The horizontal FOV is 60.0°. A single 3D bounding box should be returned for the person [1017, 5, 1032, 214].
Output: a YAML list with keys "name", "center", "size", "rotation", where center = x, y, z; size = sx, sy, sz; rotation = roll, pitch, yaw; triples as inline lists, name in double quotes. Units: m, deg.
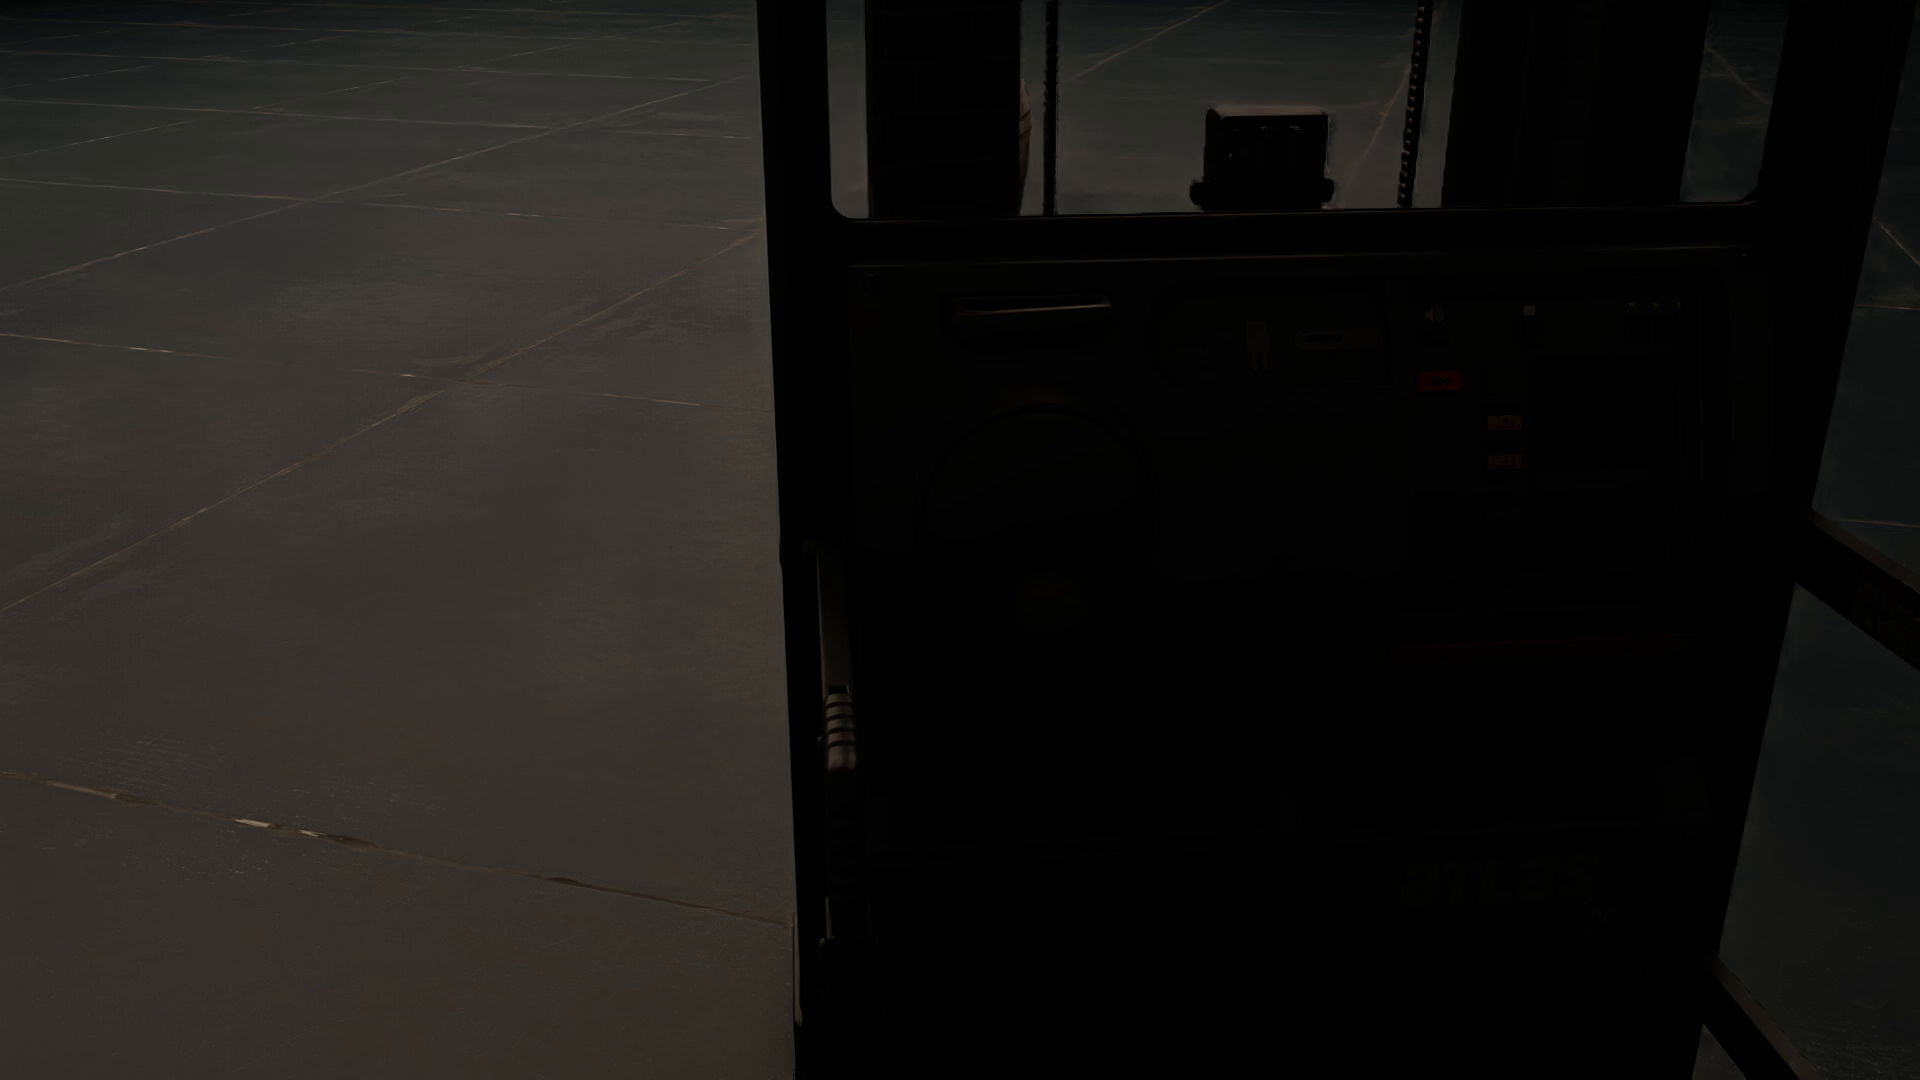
- name: "person"
  center: [-0.065, -0.806, 4.832]
  size: [0.530, 1.695, 0.570]
  rotation: [7, 23, 16]

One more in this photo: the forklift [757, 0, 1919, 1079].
- name: "forklift"
  center: [0.380, -0.075, 1.462]
  size: [1.130, 2.935, 3.031]
  rotation: [-2, 23, -5]
